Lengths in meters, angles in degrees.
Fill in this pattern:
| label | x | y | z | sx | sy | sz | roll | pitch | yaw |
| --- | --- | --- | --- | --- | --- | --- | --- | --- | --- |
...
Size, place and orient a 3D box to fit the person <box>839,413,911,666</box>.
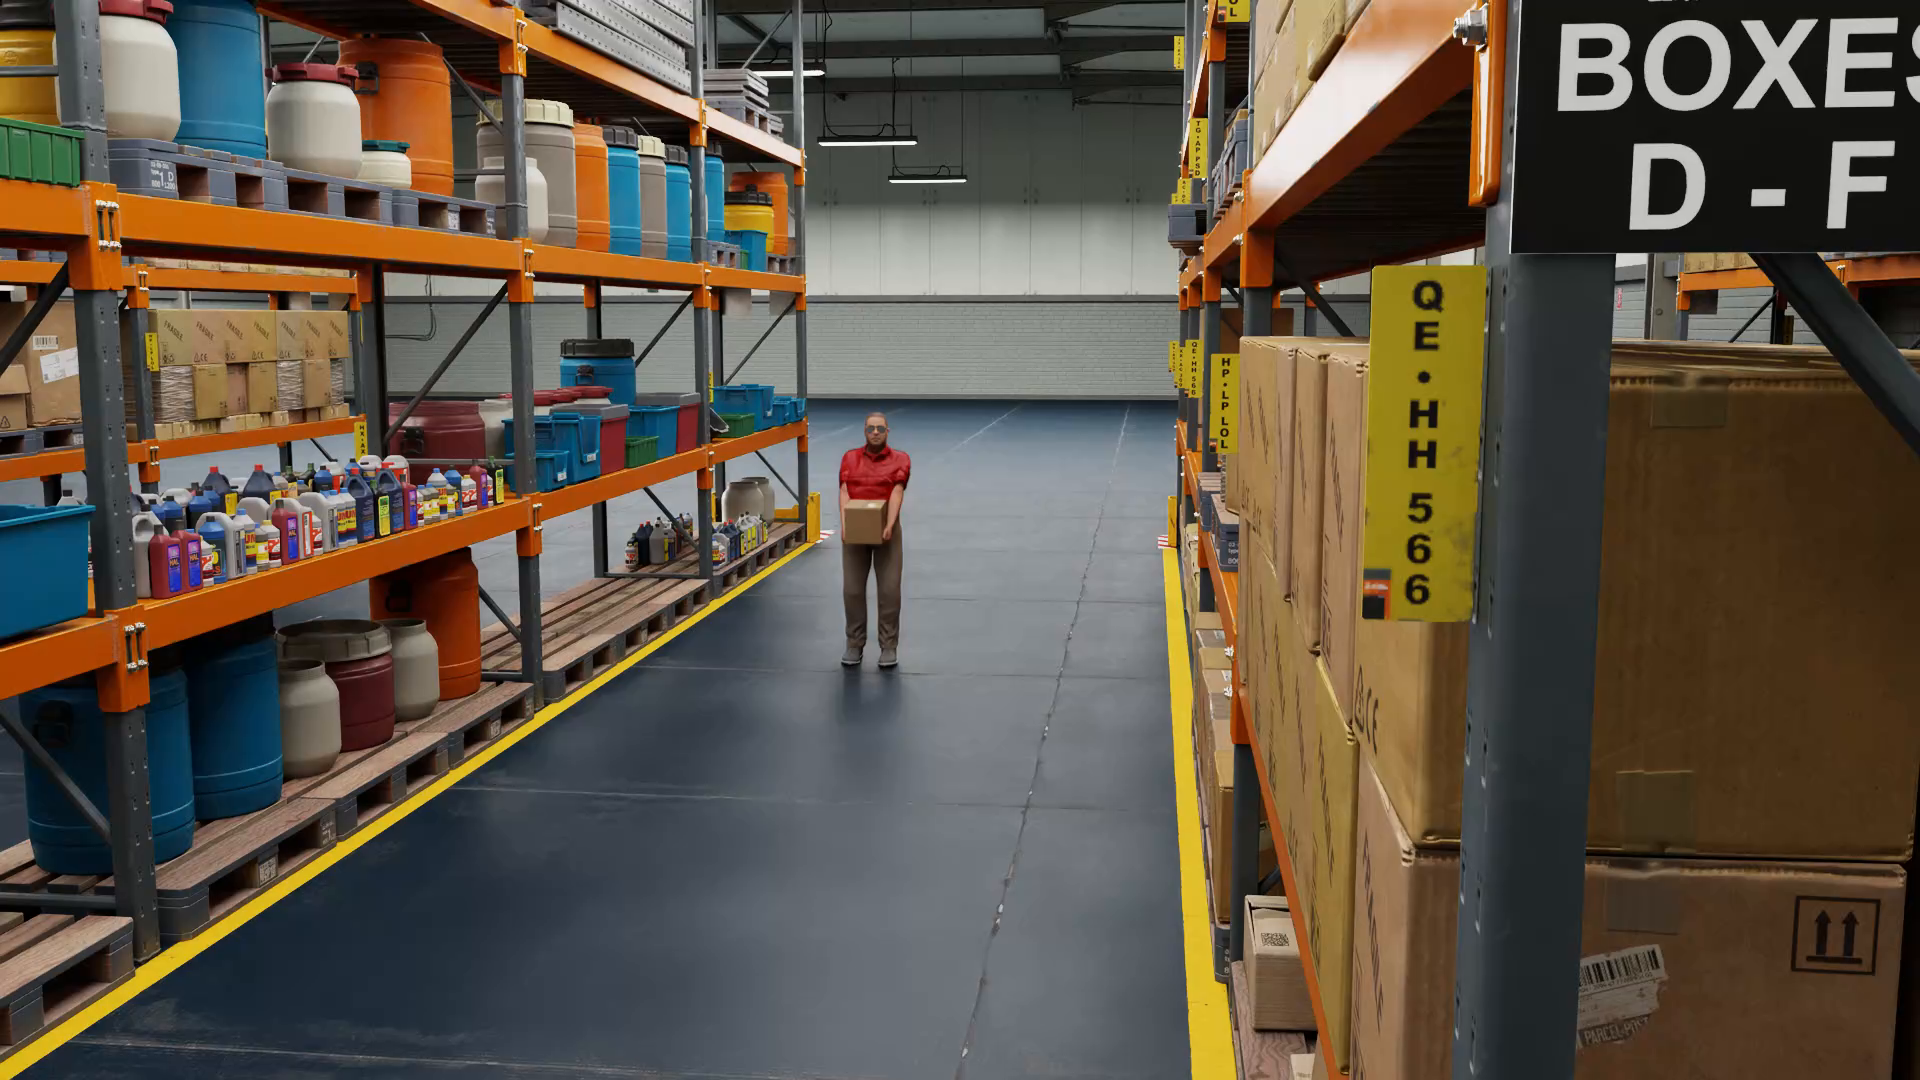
| label | x | y | z | sx | sy | sz | roll | pitch | yaw |
| --- | --- | --- | --- | --- | --- | --- | --- | --- | --- |
| person | -0.596 | 0.002 | 11.385 | 0.491 | 1.722 | 0.533 | 1 | 8 | 7 |
